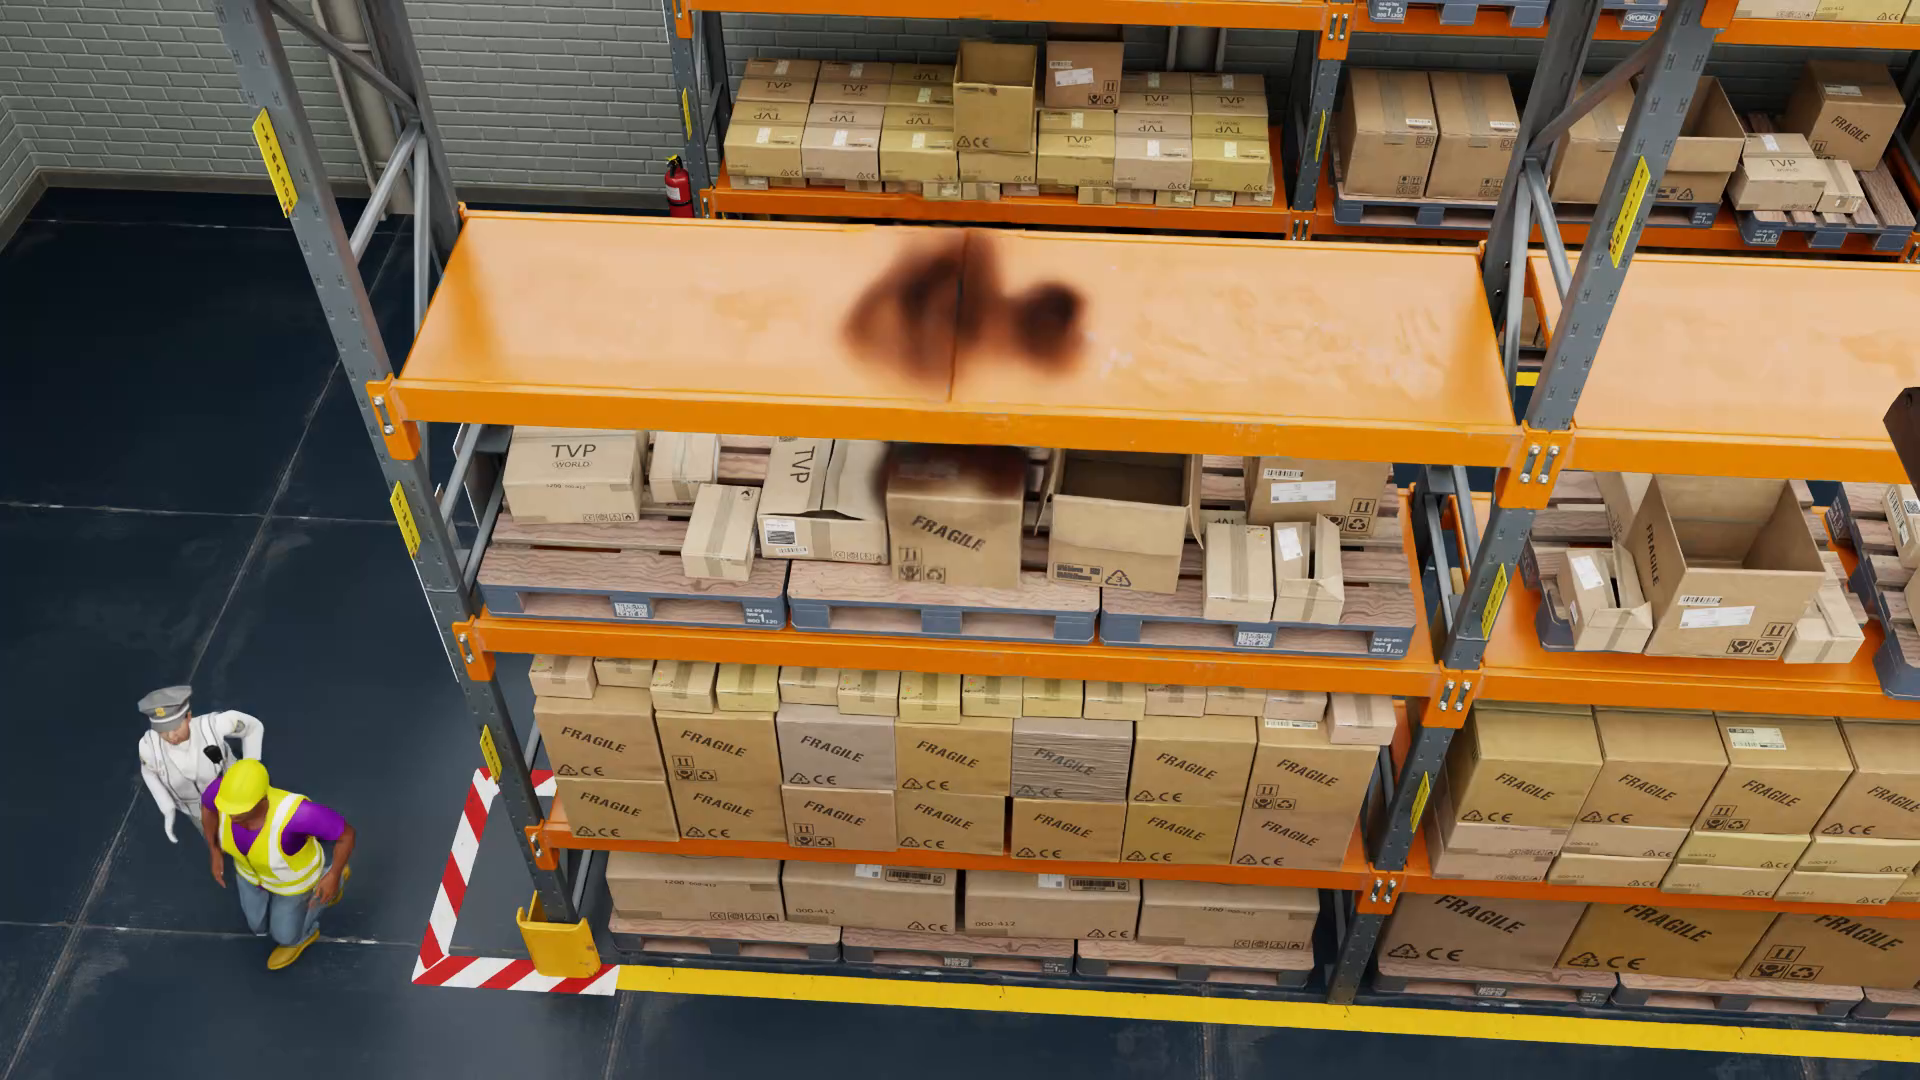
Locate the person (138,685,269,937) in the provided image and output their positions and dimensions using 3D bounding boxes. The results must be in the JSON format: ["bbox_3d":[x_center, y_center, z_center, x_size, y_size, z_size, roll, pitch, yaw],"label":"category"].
[{"bbox_3d":[-3.782,1.262,8.496,0.596,1.687,0.801,-11,49,-10],"label":"person"}]

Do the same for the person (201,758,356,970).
[{"bbox_3d":[-3.304,1.563,8.187,0.792,1.699,0.551,15,50,13],"label":"person"}]
